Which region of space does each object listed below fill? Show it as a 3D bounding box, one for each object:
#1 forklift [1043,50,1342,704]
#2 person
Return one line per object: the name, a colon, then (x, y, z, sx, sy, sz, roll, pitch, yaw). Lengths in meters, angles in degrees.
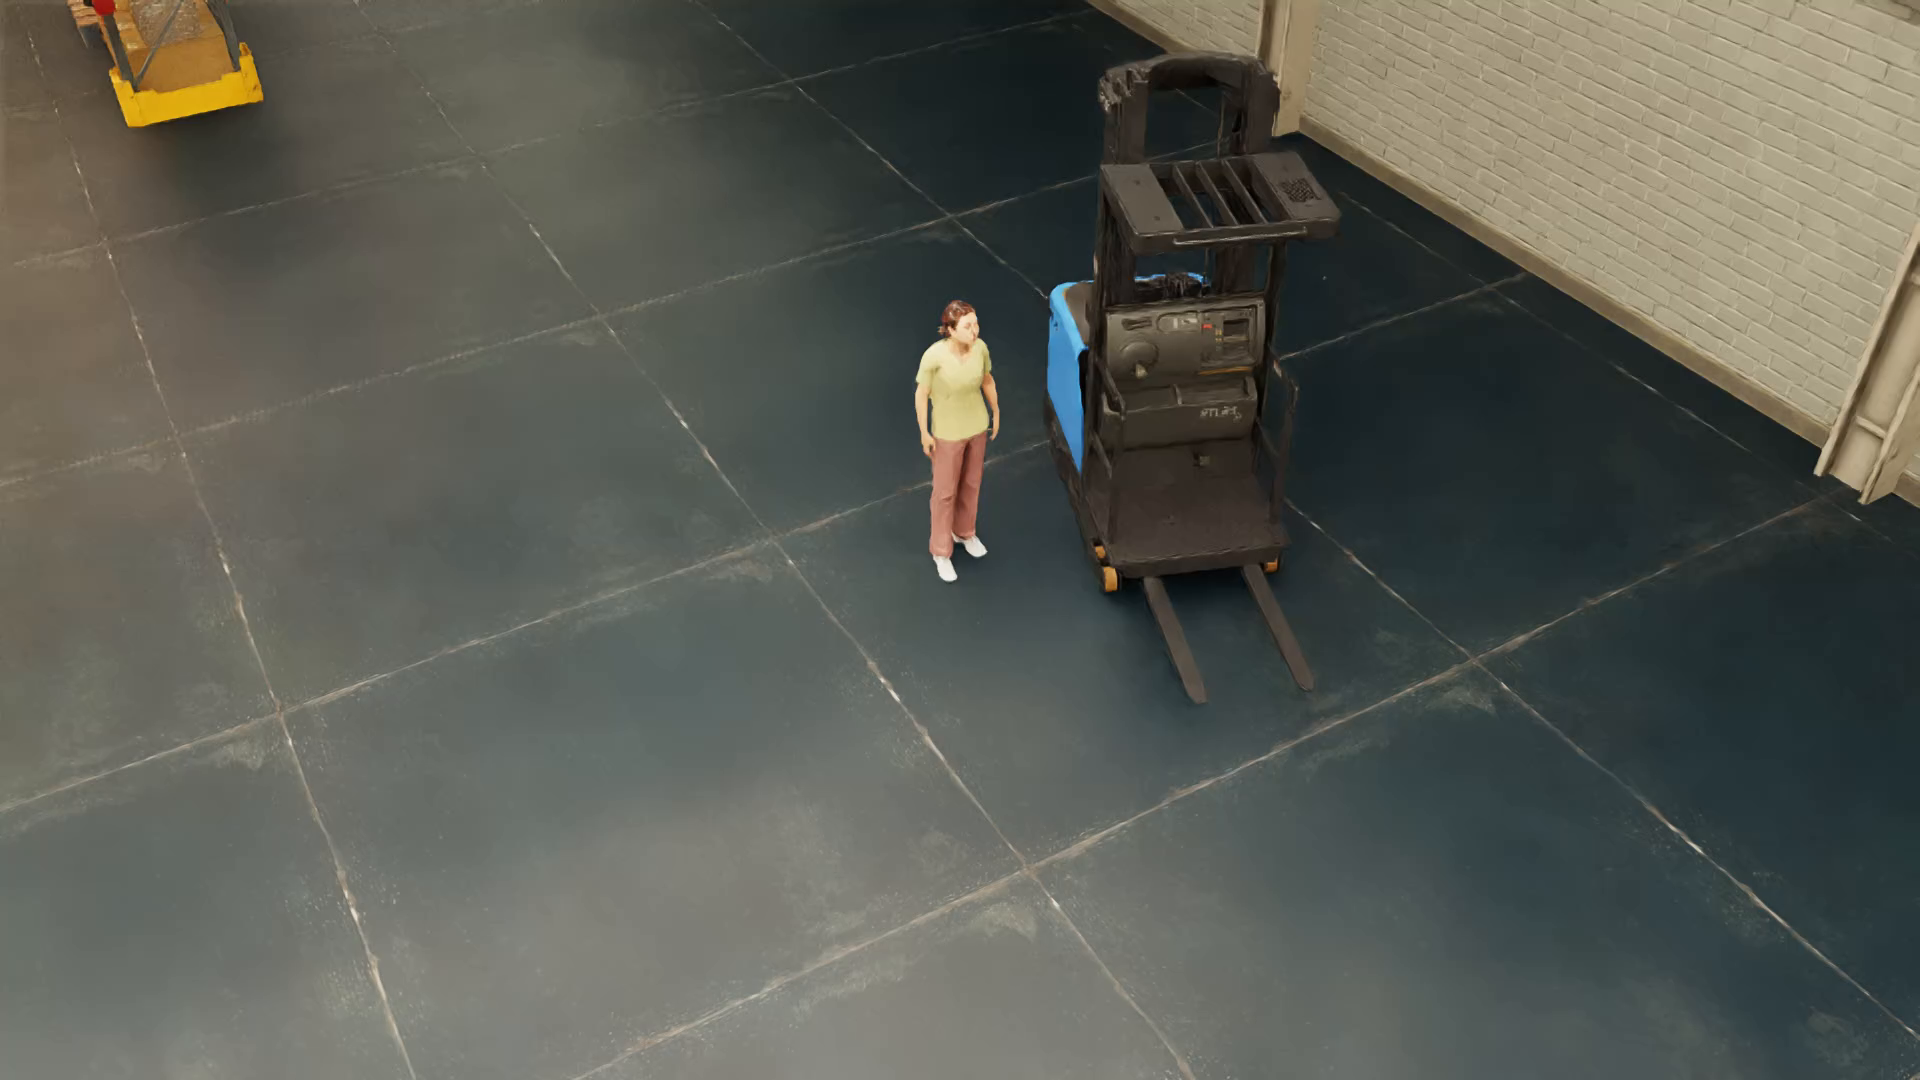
forklift: (1.328, -1.069, 9.325, 1.130, 2.935, 3.031, -7, 40, -8)
person: (0.027, -0.607, 9.737, 0.552, 1.674, 0.546, -20, 44, -23)
